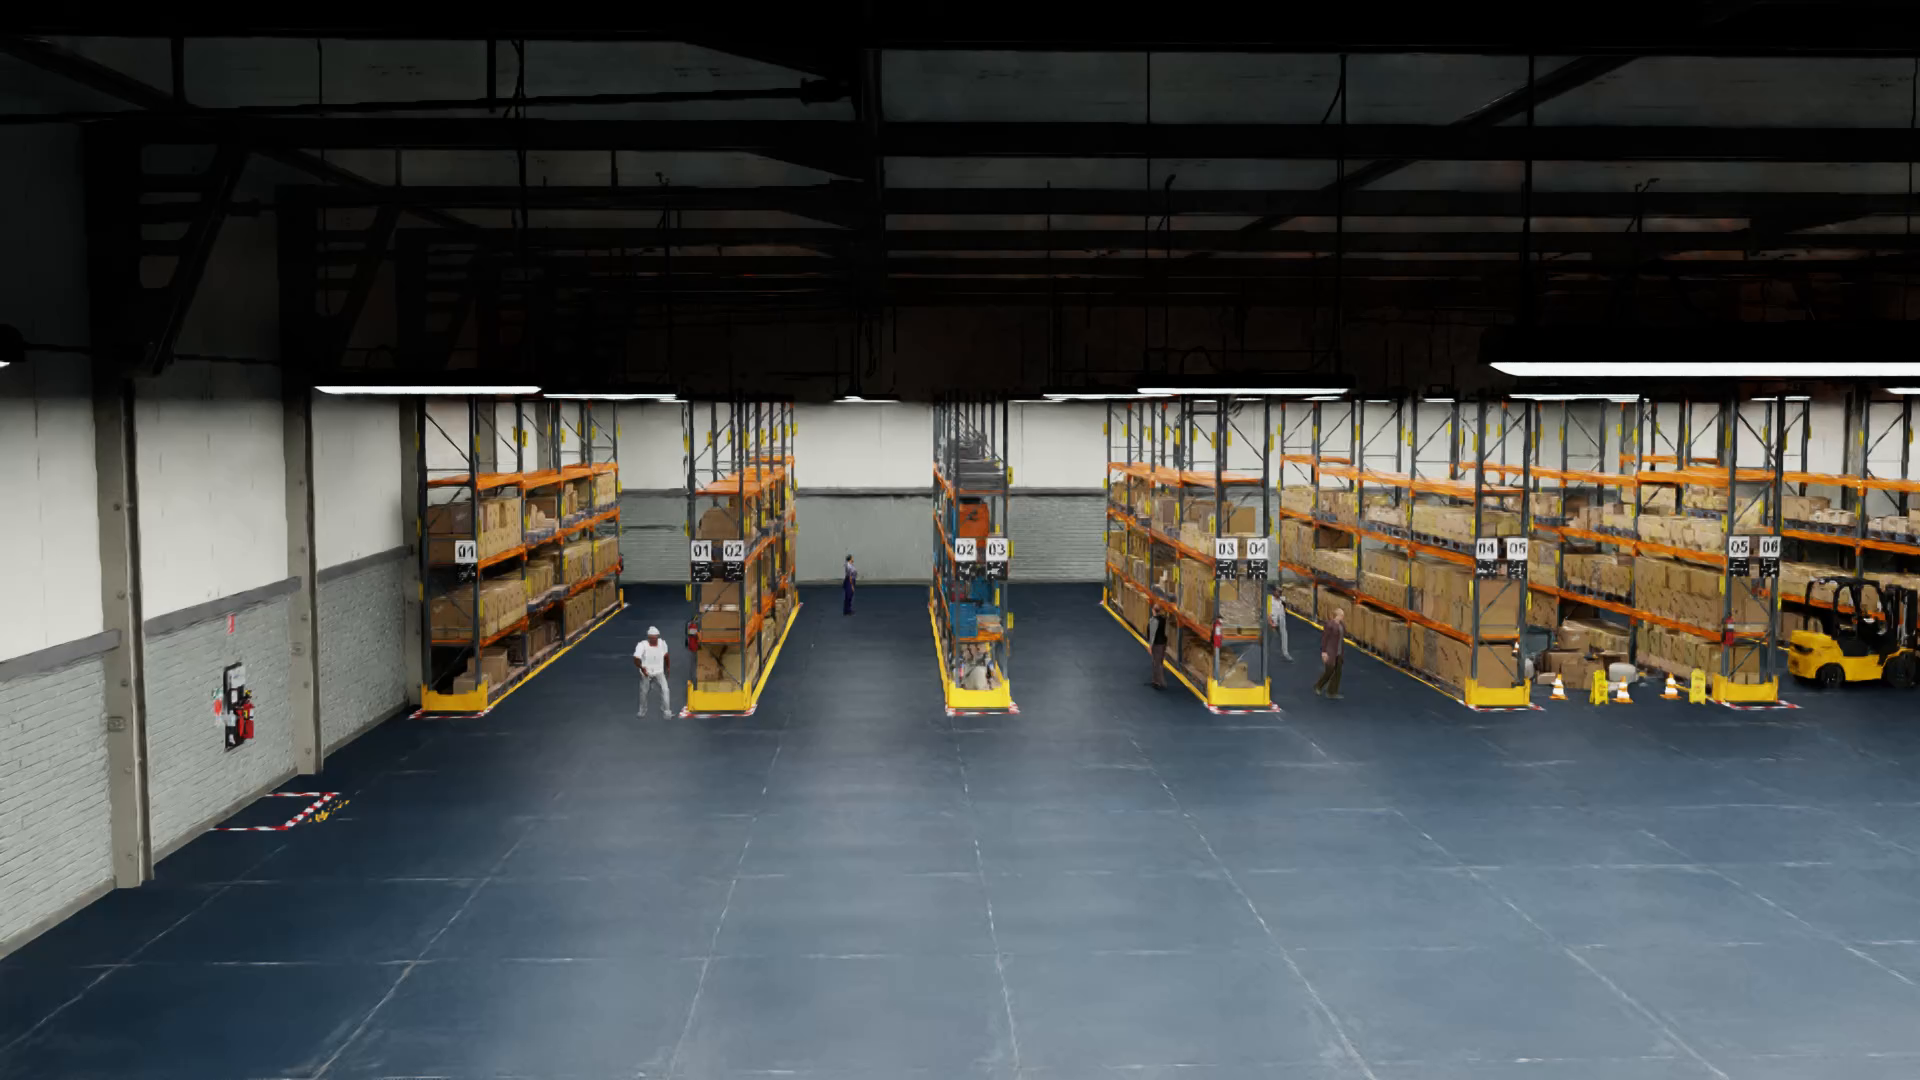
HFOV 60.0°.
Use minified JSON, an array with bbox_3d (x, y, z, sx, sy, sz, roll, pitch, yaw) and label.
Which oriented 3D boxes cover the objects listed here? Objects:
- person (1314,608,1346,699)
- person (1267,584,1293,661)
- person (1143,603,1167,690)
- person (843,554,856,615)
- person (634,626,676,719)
[{"bbox_3d":[7.215,2.199,32.433,0.619,1.769,0.599,-4,6,-37],"label":"person"},{"bbox_3d":[7.059,1.823,37.172,0.536,1.707,1.036,-1,5,-11],"label":"person"},{"bbox_3d":[3.938,2.118,33.506,0.569,1.718,0.627,2,5,25],"label":"person"},{"bbox_3d":[-3.003,1.199,45.253,0.379,1.649,0.610,-1,5,-13],"label":"person"},{"bbox_3d":[-5.598,2.396,30.285,0.714,1.697,0.823,-2,5,-20],"label":"person"}]
